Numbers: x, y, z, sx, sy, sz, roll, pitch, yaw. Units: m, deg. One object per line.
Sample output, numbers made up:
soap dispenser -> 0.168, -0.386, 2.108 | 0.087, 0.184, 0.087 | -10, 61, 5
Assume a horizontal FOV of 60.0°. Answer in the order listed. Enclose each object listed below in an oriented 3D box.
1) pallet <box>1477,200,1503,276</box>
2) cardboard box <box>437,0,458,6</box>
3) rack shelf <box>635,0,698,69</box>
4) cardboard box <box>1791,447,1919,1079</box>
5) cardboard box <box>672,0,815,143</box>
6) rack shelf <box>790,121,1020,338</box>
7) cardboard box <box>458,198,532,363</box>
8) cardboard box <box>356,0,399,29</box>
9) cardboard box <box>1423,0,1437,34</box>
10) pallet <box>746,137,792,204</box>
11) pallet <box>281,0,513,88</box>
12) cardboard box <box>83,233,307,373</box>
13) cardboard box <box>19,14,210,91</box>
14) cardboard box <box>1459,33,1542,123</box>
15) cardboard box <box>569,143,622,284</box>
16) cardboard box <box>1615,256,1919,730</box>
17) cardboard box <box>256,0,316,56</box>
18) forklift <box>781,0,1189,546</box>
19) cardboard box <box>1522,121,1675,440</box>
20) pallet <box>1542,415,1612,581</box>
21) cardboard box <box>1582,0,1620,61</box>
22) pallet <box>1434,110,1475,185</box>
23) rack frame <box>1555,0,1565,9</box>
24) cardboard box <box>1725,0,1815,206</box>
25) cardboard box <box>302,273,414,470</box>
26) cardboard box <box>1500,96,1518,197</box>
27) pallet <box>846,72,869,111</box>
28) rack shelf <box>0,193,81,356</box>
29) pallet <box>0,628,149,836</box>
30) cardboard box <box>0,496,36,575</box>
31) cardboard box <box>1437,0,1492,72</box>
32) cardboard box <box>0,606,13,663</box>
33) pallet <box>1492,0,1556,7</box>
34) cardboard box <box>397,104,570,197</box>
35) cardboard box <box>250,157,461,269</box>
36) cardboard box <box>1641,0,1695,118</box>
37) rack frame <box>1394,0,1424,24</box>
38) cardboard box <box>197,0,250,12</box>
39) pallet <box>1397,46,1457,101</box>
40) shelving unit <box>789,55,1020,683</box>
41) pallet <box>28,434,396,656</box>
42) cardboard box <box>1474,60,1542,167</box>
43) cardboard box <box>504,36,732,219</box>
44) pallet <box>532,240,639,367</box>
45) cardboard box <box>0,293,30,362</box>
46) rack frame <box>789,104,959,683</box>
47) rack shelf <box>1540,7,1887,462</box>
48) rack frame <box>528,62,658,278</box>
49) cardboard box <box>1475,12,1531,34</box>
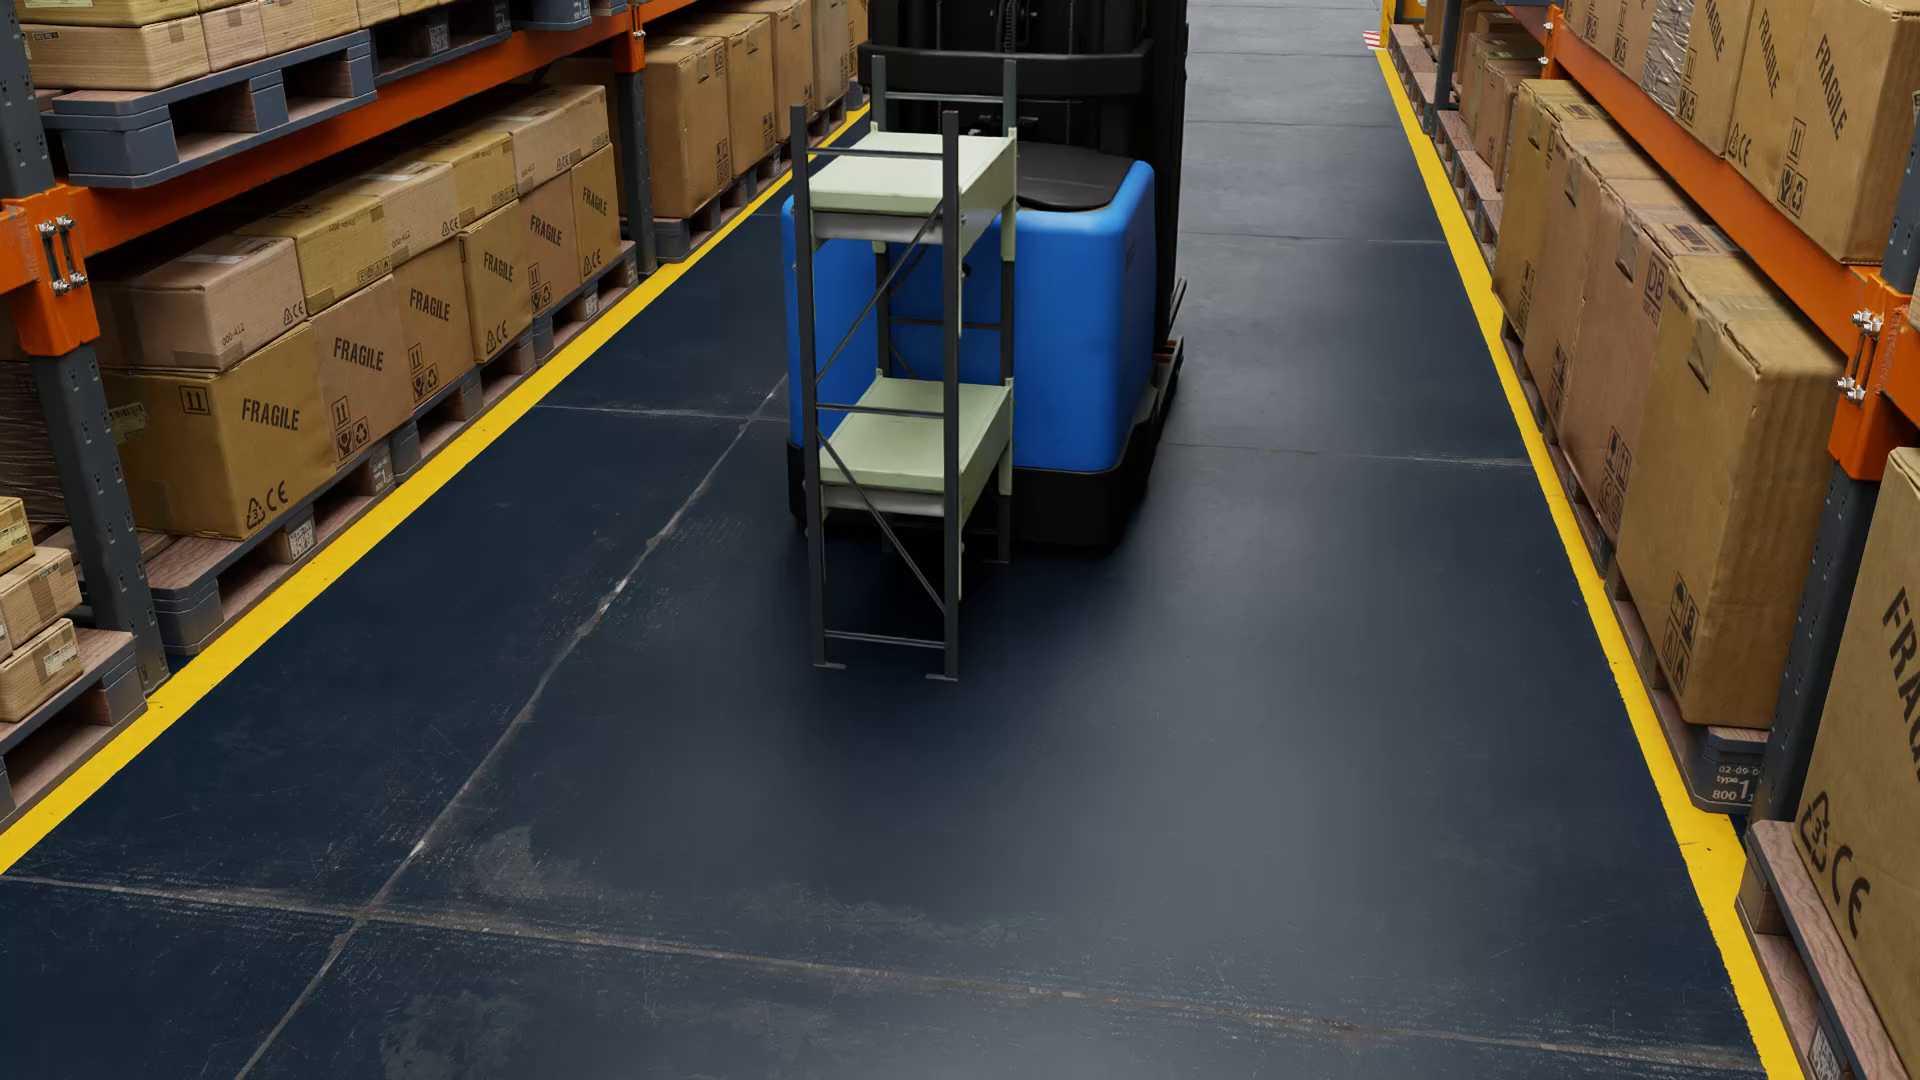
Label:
pallet -> 3.044, -1.347, 7.879 | 1.003, 0.211, 1.213 | 4, 25, 9
cardboard box -> -1.846, -1.857, 5.480 | 0.380, 0.149, 0.250 | 3, 25, 6
rack shelf -> -1.636, -3.180, 9.353 | 1.077, 0.370, 4.000 | 4, 25, 9
cardboard box -> 2.074, 0.432, 2.799 | 0.875, 0.875, 0.875 | 4, 25, 9
cardboard box -> -1.483, -2.844, 9.947 | 1.050, 0.750, 0.750 | 4, 25, 9
rack shelf -> -0.122, -0.824, 4.322 | 0.431, 0.370, 0.720 | 5, 26, 11
cardboard box -> -1.971, -0.995, 6.290 | 0.500, 0.500, 0.500 | 3, 25, 6
cardboard box -> -1.930, -1.637, 5.011 | 0.380, 0.149, 0.250 | 3, 25, 6
cardboard box -> 4.103, -4.427, 13.623 | 0.500, 0.500, 0.500 | 9, 27, 18
pallet -> -1.558, -2.239, 9.785 | 1.003, 0.211, 1.213 | 4, 25, 9
pallet -> -2.246, -1.751, 5.680 | 1.003, 0.211, 1.213 | 4, 25, 9
cardboard box -> -2.235, -0.685, 4.743 | 0.500, 0.250, 0.500 | 3, 25, 6
cardboard box -> -2.098, -1.205, 4.088 | 0.380, 0.149, 0.250 | 3, 25, 6
cardboard box -> 3.447, -2.768, 10.055 | 0.700, 0.500, 0.500 | 2, 25, 4
cardboard box -> -1.812, -1.434, 7.228 | 0.500, 0.500, 0.500 | 4, 25, 8
cardboard box -> 2.345, -0.107, 3.952 | 1.225, 0.875, 0.875 | 4, 25, 9
cardboard box -> -2.014, -1.426, 4.559 | 0.380, 0.149, 0.250 | 4, 25, 9
forklift -> 0.276, -1.908, 5.869 | 1.130, 2.935, 3.031 | 5, 26, 11
cardboard box -> 2.628, -0.852, 5.542 | 1.225, 0.875, 0.875 | 4, 25, 9
pallet -> 2.509, -0.187, 5.400 | 1.003, 0.211, 1.213 | 4, 25, 9
cardboard box -> 2.484, -1.928, 5.713 | 0.500, 0.500, 0.500 | 3, 25, 7
pallet -> 3.442, -2.367, 10.059 | 1.003, 0.211, 1.213 | 4, 25, 9
rack frame -> 2.914, -2.283, 6.589 | 1.000, 3.000, 0.127 | 4, 25, 9
cardboard box -> 2.155, -1.077, 3.894 | 0.500, 0.500, 0.500 | 5, 26, 10
cardboard box -> -2.149, -0.566, 5.375 | 0.500, 0.500, 0.500 | 5, 26, 11
cardboard box -> 3.082, -1.865, 8.125 | 0.700, 0.500, 0.500 | 2, 25, 4
pallet -> -1.107, -3.392, 12.247 | 1.003, 0.211, 1.213 | 4, 25, 9
rack shelf -> -2.943, 0.166, 2.205 | 1.077, 0.370, 4.000 | 4, 25, 9
pallet -> -2.691, 0.550, 3.826 | 1.003, 0.211, 1.213 | 4, 25, 9
cardboard box -> -2.417, 0.002, 3.873 | 0.380, 0.149, 0.250 | 5, 25, 10
cardboard box -> 3.783, -3.684, 12.035 | 0.500, 0.500, 0.500 | 2, 25, 4
cardboard box -> -2.386, 0.238, 3.720 | 0.380, 0.149, 0.250 | 3, 25, 6
pallet -> 2.926, -2.502, 7.283 | 1.213, 0.211, 1.003 | 4, 25, 9
cardboard box -> -1.887, -1.551, 6.593 | 0.500, 0.250, 0.500 | 4, 25, 9
cardboard box -> -2.062, -1.120, 5.674 | 0.500, 0.250, 0.500 | 5, 26, 11
cardboard box -> 2.321, -1.505, 4.808 | 0.500, 0.500, 0.500 | 4, 25, 9
rack frame -> 4.222, -5.629, 13.738 | 1.000, 3.000, 0.127 | 4, 25, 9
cardboard box -> -2.058, -1.449, 4.257 | 0.380, 0.149, 0.250 | 4, 25, 7
pallet -> 3.840, -3.488, 12.453 | 1.003, 0.211, 1.213 | 4, 25, 9
shelving unit -> -0.122, -0.471, 4.487 | 0.431, 1.500, 0.755 | 5, 26, 11
pallet -> -2.490, -0.059, 5.127 | 1.003, 0.211, 1.213 | 4, 25, 9
cardboard box -> 3.259, -2.336, 9.131 | 0.700, 0.500, 0.500 | 2, 25, 4
cardboard box -> -1.774, -2.089, 8.333 | 1.050, 0.750, 0.750 | 4, 25, 8
pallet -> -2.092, -1.079, 7.307 | 1.003, 0.211, 1.213 | 4, 25, 9
cardboard box -> -2.744, -0.723, 4.825 | 0.500, 0.250, 0.500 | 3, 25, 7
rack frame -> -0.200, -0.319, 4.163 | 0.400, 1.500, 0.023 | 5, 26, 11
rack shelf -> 2.587, -1.121, 4.955 | 1.077, 0.370, 4.000 | 4, 25, 9
rack frame -> -1.962, -2.669, 7.414 | 1.000, 3.000, 0.127 | 4, 25, 9
cardboard box -> 3.673, -3.179, 10.956 | 0.500, 0.500, 0.500 | 3, 25, 7
